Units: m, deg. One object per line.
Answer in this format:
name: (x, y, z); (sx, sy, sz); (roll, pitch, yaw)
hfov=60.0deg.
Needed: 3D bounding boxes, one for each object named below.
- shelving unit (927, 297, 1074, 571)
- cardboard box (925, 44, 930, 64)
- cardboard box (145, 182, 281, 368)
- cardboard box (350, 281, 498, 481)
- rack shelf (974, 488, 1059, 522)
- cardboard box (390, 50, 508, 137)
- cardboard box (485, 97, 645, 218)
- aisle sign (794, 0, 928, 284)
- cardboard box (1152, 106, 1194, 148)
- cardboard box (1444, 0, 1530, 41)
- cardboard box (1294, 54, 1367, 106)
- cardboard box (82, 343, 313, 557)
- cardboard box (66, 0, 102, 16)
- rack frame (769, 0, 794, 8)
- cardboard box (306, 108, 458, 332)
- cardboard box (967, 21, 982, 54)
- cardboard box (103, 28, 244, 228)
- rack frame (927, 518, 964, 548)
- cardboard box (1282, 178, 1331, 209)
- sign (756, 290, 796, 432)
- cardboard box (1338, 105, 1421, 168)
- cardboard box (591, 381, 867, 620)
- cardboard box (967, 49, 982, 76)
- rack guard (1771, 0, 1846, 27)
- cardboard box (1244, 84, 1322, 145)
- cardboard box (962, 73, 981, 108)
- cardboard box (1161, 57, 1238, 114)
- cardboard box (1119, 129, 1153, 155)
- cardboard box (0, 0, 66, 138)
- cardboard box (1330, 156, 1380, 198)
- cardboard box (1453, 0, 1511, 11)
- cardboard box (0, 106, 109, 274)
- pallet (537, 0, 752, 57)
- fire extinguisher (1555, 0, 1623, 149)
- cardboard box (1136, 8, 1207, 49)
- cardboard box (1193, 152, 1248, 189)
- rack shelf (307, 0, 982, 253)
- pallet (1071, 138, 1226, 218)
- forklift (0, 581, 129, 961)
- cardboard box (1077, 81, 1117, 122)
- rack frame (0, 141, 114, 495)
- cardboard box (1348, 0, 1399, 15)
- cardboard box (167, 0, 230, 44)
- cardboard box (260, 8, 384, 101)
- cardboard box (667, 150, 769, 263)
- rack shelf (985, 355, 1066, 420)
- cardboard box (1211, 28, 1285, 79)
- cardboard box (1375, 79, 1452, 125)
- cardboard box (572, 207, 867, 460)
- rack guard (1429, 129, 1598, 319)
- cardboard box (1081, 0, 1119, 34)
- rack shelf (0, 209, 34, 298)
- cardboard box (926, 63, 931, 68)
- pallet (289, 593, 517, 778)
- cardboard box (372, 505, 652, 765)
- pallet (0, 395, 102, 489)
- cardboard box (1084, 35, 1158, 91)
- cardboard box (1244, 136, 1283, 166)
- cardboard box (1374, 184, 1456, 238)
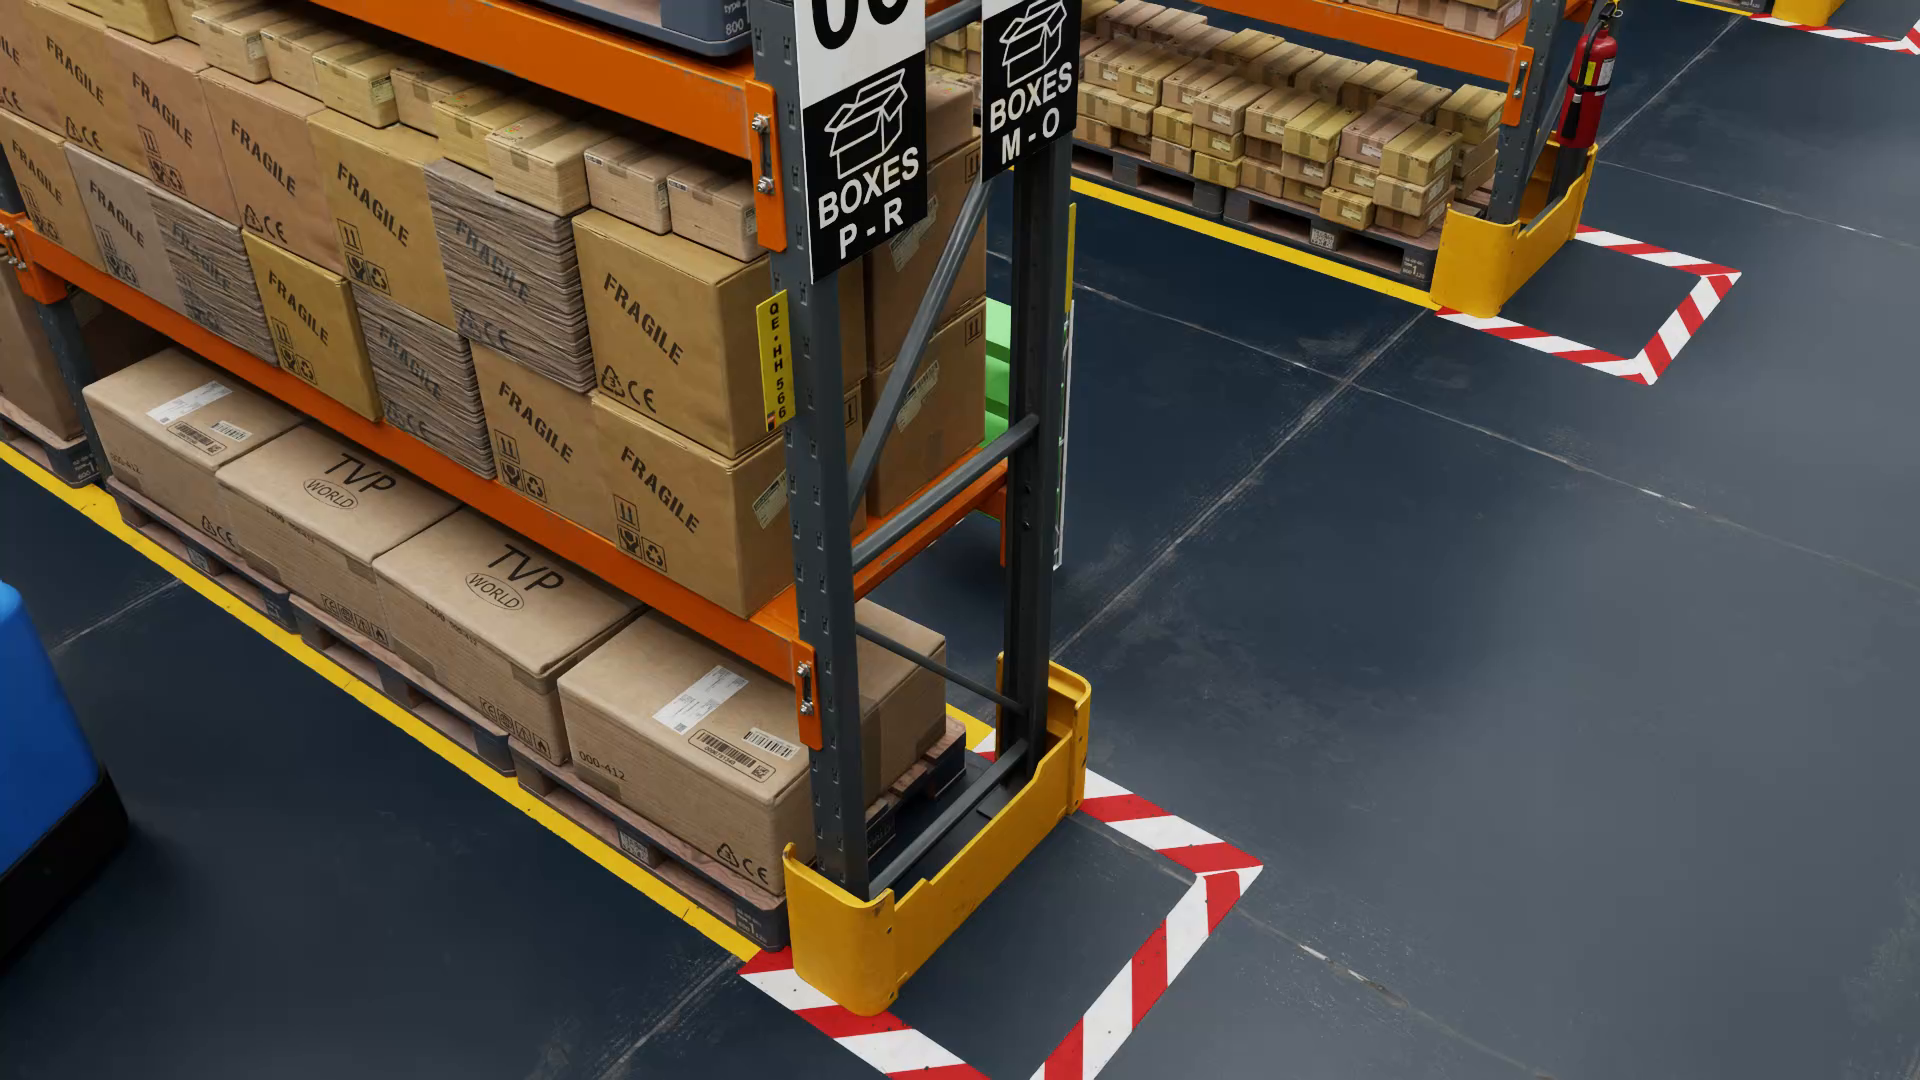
shelving unit: (0.131, -0.410, 6.301); (0.503, 1.200, 0.258); (25, 45, 29)
cardboard box: (-0.221, -2.934, 9.795); (0.250, 0.149, 0.380); (27, 46, 30)
cardboard box: (-2.239, -0.960, 5.462); (0.500, 0.500, 0.500); (26, 45, 29)
cardboard box: (-1.412, -0.580, 4.977); (0.500, 0.500, 0.500); (27, 45, 30)
rack shelf: (0.131, -0.171, 6.488); (0.480, 0.148, 0.258); (25, 45, 29)
cardboard box: (-1.283, -1.217, 4.453); (0.250, 0.149, 0.380); (25, 44, 28)
cardboard box: (-0.943, -0.970, 4.138); (0.250, 0.149, 0.380); (25, 44, 28)
aisle sign: (-0.195, -0.952, 3.423); (0.004, 0.787, 0.394); (25, 45, 29)
cardboard box: (1.245, -2.273, 8.950); (0.250, 0.149, 0.380); (28, 46, 31)
cardboard box: (2.432, -2.453, 7.654); (0.250, 0.149, 0.380); (25, 45, 29)
cardboard box: (1.992, -2.462, 8.950); (0.250, 0.149, 0.380); (23, 44, 27)
cardboard box: (-2.808, -0.474, 6.659); (0.875, 0.438, 0.875); (25, 44, 28)
cardboard box: (-2.546, -1.762, 5.148); (0.250, 0.149, 0.380); (25, 44, 28)
rack frame: (-0.064, -2.469, 2.604); (0.127, 3.000, 1.000); (25, 45, 29)
cardboard box: (-1.415, -0.972, 4.666); (0.500, 0.500, 0.500); (25, 44, 28)
cardboard box: (0.247, -2.910, 9.523); (0.250, 0.149, 0.380); (25, 44, 28)
cardboard box: (-2.213, -1.351, 5.150); (0.500, 0.500, 0.500); (26, 45, 29)
rack frame: (-0.062, -0.502, 6.418); (0.015, 1.200, 0.240); (25, 45, 29)
cardboard box: (1.895, -1.894, 8.708); (0.250, 0.149, 0.380); (25, 44, 28)
sign: (-0.405, -0.395, 3.690); (0.005, 0.325, 0.100); (25, 45, 29)
cardboard box: (2.124, -2.042, 8.414); (0.250, 0.149, 0.380); (26, 45, 29)
cardboard box: (-0.608, -0.197, 4.487); (0.500, 0.500, 0.500); (26, 45, 29)
cardboard box: (0.250, -2.809, 9.636); (0.250, 0.149, 0.380); (25, 44, 28)
rack guard: (5.976, -3.966, 11.410); (0.348, 0.500, 1.175); (25, 45, 29)
cardboard box: (1.674, -2.205, 8.622); (0.250, 0.149, 0.380); (23, 44, 27)
cardboard box: (0.220, -2.648, 9.671); (0.250, 0.149, 0.380); (25, 44, 28)
cardboard box: (1.285, -2.431, 8.911); (0.250, 0.149, 0.380); (24, 44, 27)
cardboard box: (1.090, -2.289, 9.212); (0.250, 0.149, 0.380); (27, 45, 30)
cardboard box: (-3.010, -1.741, 5.648); (0.500, 0.500, 0.500); (26, 45, 29)
cardboard box: (2.096, -1.910, 8.488); (0.250, 0.149, 0.380); (24, 44, 28)
cardboard box: (2.350, -2.767, 7.529); (0.500, 0.500, 0.500); (26, 45, 29)
cardboard box: (-3.027, -1.340, 5.947); (0.500, 0.500, 0.500); (27, 45, 30)
pallet: (-0.660, -1.526, 3.904); (1.213, 0.211, 1.003); (25, 45, 29)
fire extinguisher: (2.783, -2.071, 7.327); (0.183, 0.674, 0.296); (25, 45, 29)
cardboard box: (1.207, -2.885, 9.491); (0.250, 0.149, 0.380); (24, 44, 27)
cardboard box: (1.450, -2.045, 8.901); (0.250, 0.149, 0.380); (23, 44, 27)
rack shelf: (-1.653, -1.754, 4.707); (4.000, 0.370, 1.077); (25, 45, 29)
pallet: (1.214, -2.278, 9.488); (1.213, 0.211, 1.003); (25, 45, 29)
forklift: (-4.293, -0.189, 4.613); (3.031, 2.935, 1.130); (12, 40, 15)
cardboard box: (0.829, -2.467, 9.198); (0.250, 0.149, 0.380); (25, 44, 28)
rack frame: (-3.241, -1.605, 6.366); (0.127, 3.000, 1.000); (25, 45, 29)
cardboard box: (2.049, -2.651, 7.907); (0.250, 0.149, 0.380); (25, 44, 28)
cardboard box: (-2.103, -1.594, 4.934); (0.250, 0.149, 0.380); (25, 45, 28)
cardboard box: (-1.715, -1.390, 4.674); (0.250, 0.149, 0.380); (27, 45, 30)
cardboard box: (-0.471, -0.831, 3.960); (0.250, 0.149, 0.380); (26, 45, 29)
rack shelf: (0.131, -0.549, 6.192); (0.480, 0.148, 0.258); (25, 45, 29)
cardboard box: (1.596, -2.691, 9.243); (0.250, 0.149, 0.380); (26, 45, 29)
cardboard box: (2.361, -2.252, 8.683); (0.250, 0.149, 0.380); (26, 45, 29)
cardboard box: (-0.591, -0.604, 4.196); (0.500, 0.500, 0.500); (27, 45, 30)
rack guard: (2.803, -1.613, 8.404); (0.348, 0.500, 1.175); (25, 45, 29)
cardboard box: (0.714, -3.036, 9.684); (0.250, 0.149, 0.380); (27, 45, 30)
rack shelf: (-4.830, -2.071, 7.545); (4.000, 0.370, 1.077); (25, 45, 29)
cardboard box: (-0.220, -2.816, 9.885); (0.250, 0.149, 0.380); (23, 44, 27)
pallet: (-1.711, 0.273, 6.230); (1.213, 0.211, 1.003); (25, 45, 29)
cardboard box: (-1.381, 0.200, 5.799); (0.875, 0.438, 0.875); (27, 45, 30)
pallet: (-3.900, -0.759, 7.548); (1.213, 0.211, 1.003); (25, 45, 29)
cardboard box: (0.887, -2.627, 9.161); (0.250, 0.149, 0.380); (23, 44, 27)
cardboard box: (1.706, -2.131, 8.769); (0.250, 0.149, 0.380); (25, 44, 28)
cardboard box: (2.318, -1.706, 8.468); (0.250, 0.149, 0.380); (26, 45, 29)
